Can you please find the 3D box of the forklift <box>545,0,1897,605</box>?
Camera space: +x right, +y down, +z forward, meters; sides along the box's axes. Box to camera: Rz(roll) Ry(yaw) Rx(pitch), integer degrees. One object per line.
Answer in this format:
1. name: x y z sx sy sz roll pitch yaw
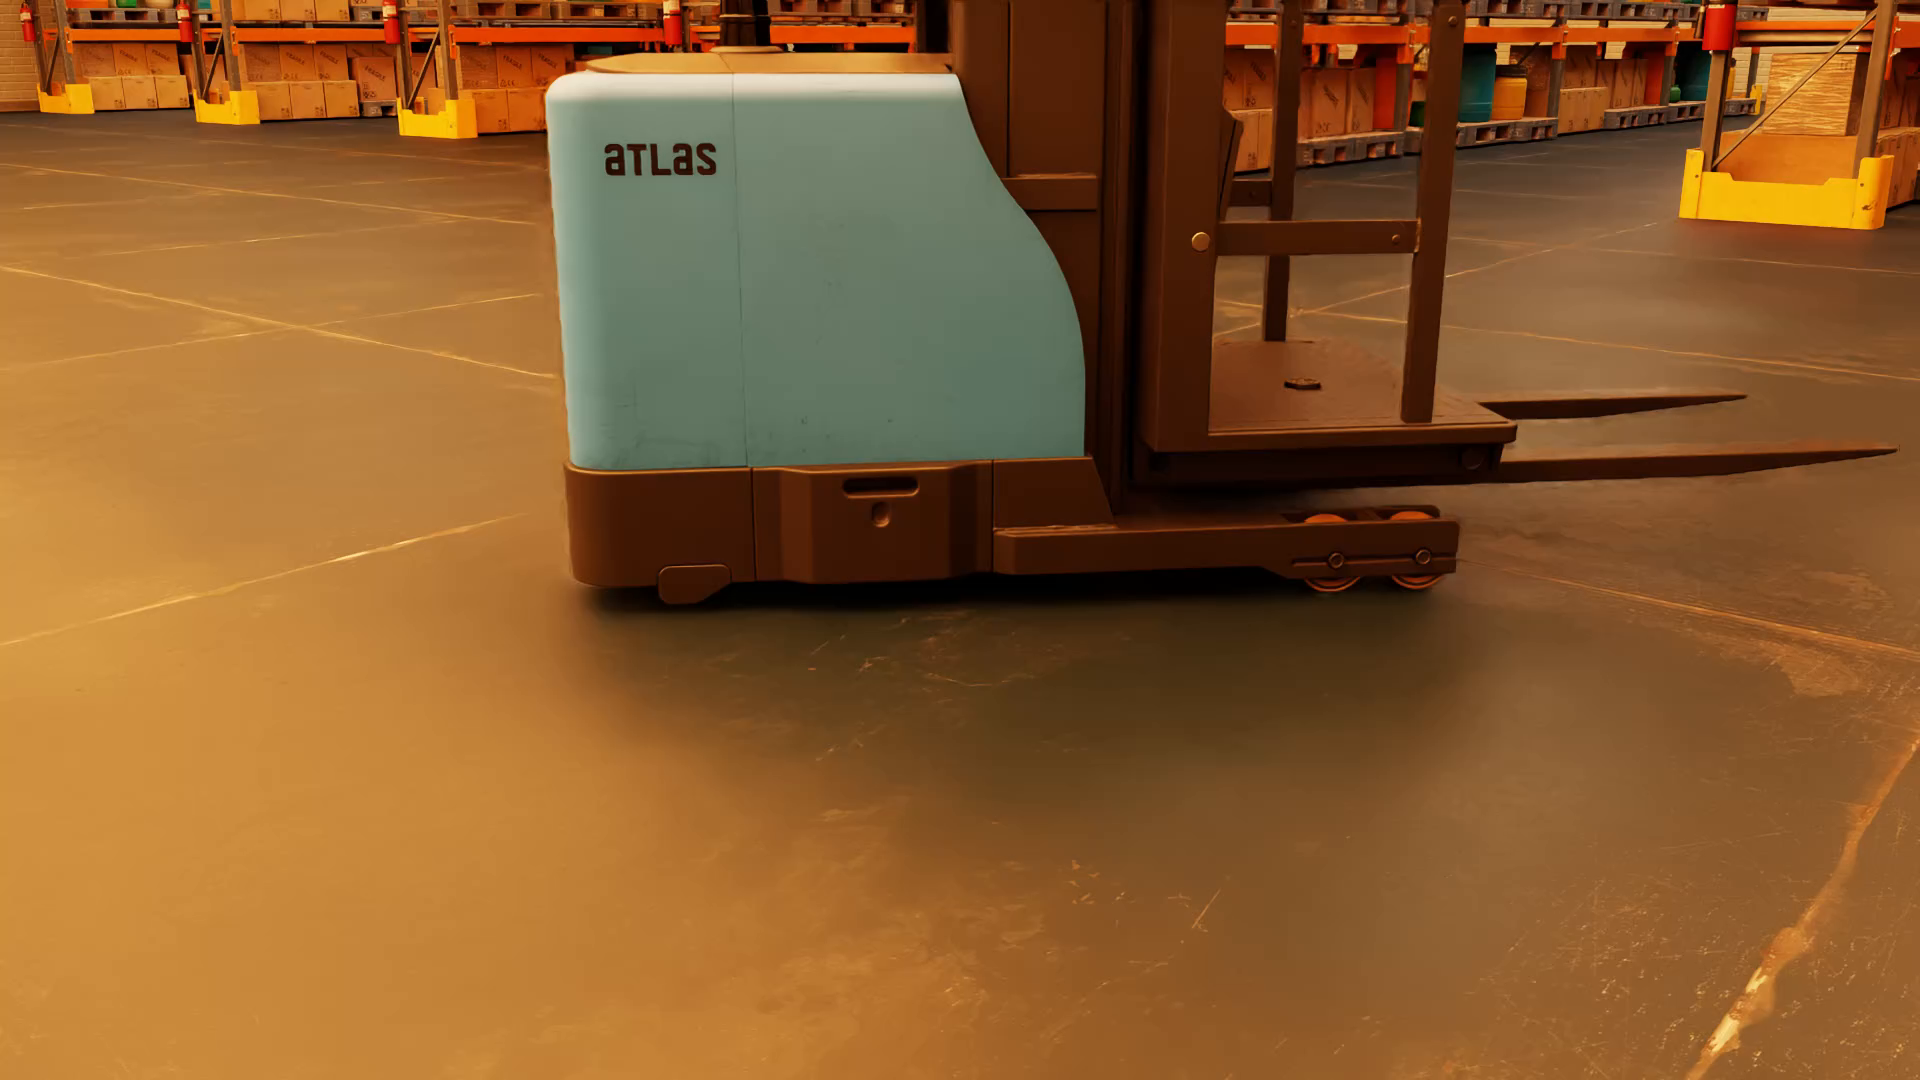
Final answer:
1. forklift: 0.641 -1.440 3.641 3.031 2.935 1.130 -2 17 -7
